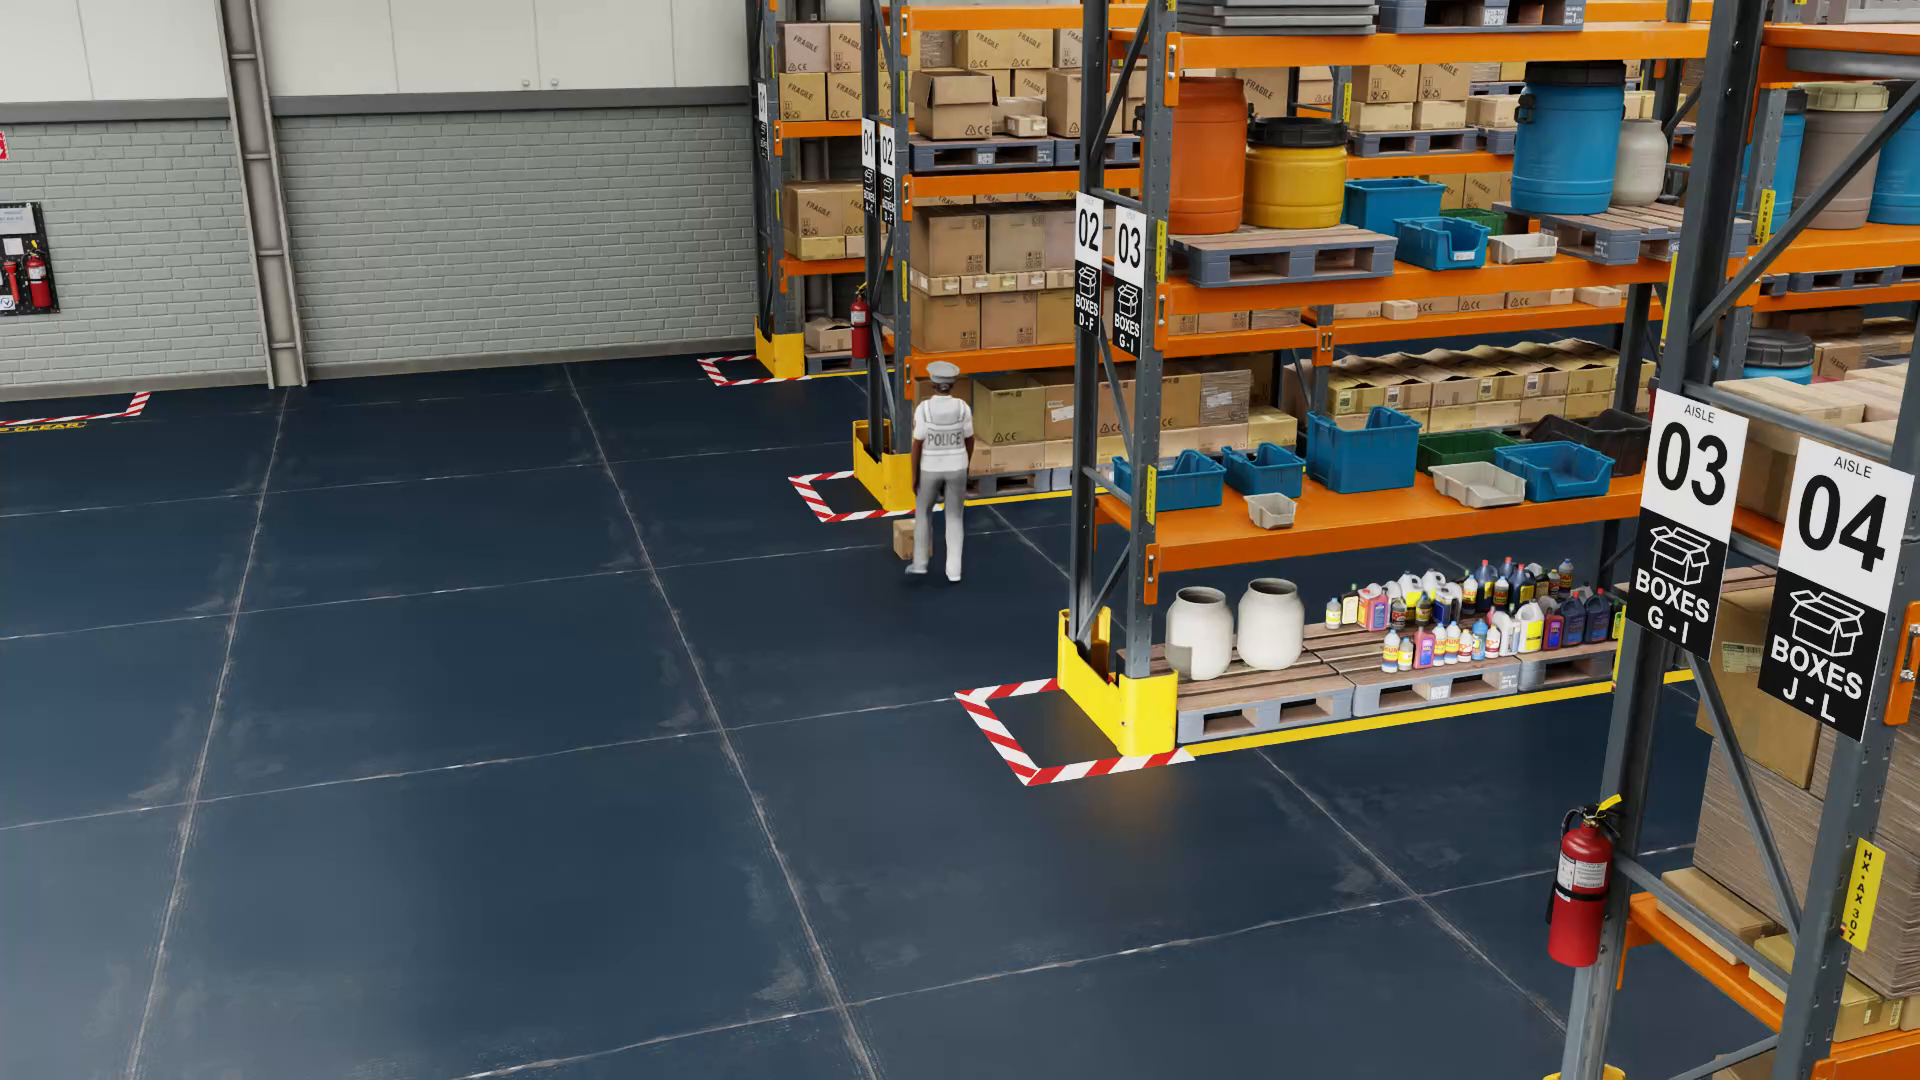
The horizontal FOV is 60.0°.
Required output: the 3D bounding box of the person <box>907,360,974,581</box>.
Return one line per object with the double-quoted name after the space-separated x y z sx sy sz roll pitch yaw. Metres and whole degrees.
-0.145 -0.511 12.511 0.493 1.699 0.479 -3 20 -9 "person"
